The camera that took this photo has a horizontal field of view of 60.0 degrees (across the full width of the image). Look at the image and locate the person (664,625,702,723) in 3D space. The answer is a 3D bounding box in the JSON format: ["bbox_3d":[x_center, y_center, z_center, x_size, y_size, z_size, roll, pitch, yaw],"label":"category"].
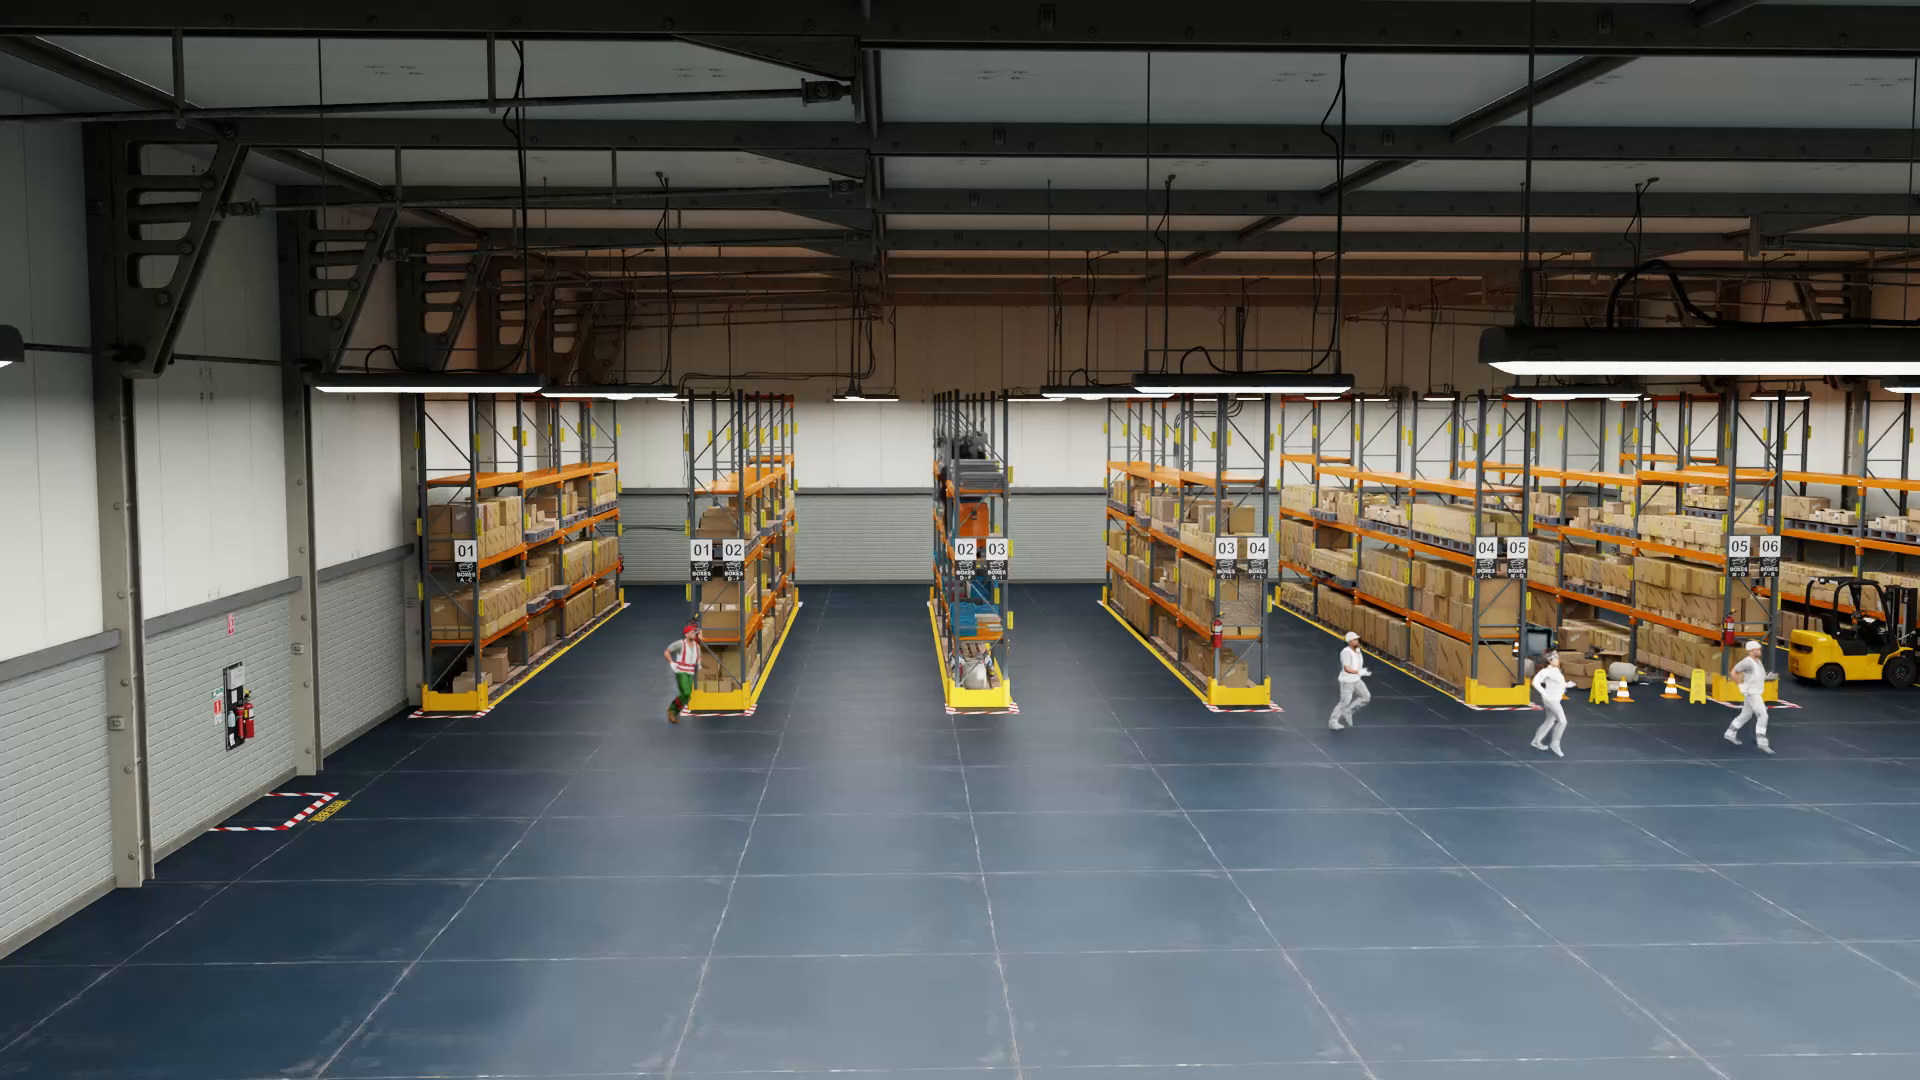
[{"bbox_3d":[-4.912,2.408,29.934,0.583,1.737,0.698,3,6,36],"label":"person"}]

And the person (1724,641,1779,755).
[{"bbox_3d":[13.067,2.577,27.445,0.827,1.835,0.649,4,6,37],"label":"person"}]

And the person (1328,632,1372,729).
[{"bbox_3d":[6.882,2.461,29.133,0.796,1.730,0.705,4,6,40],"label":"person"}]

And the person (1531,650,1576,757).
[{"bbox_3d":[9.694,2.669,27.200,0.689,1.742,0.590,3,6,34],"label":"person"}]
